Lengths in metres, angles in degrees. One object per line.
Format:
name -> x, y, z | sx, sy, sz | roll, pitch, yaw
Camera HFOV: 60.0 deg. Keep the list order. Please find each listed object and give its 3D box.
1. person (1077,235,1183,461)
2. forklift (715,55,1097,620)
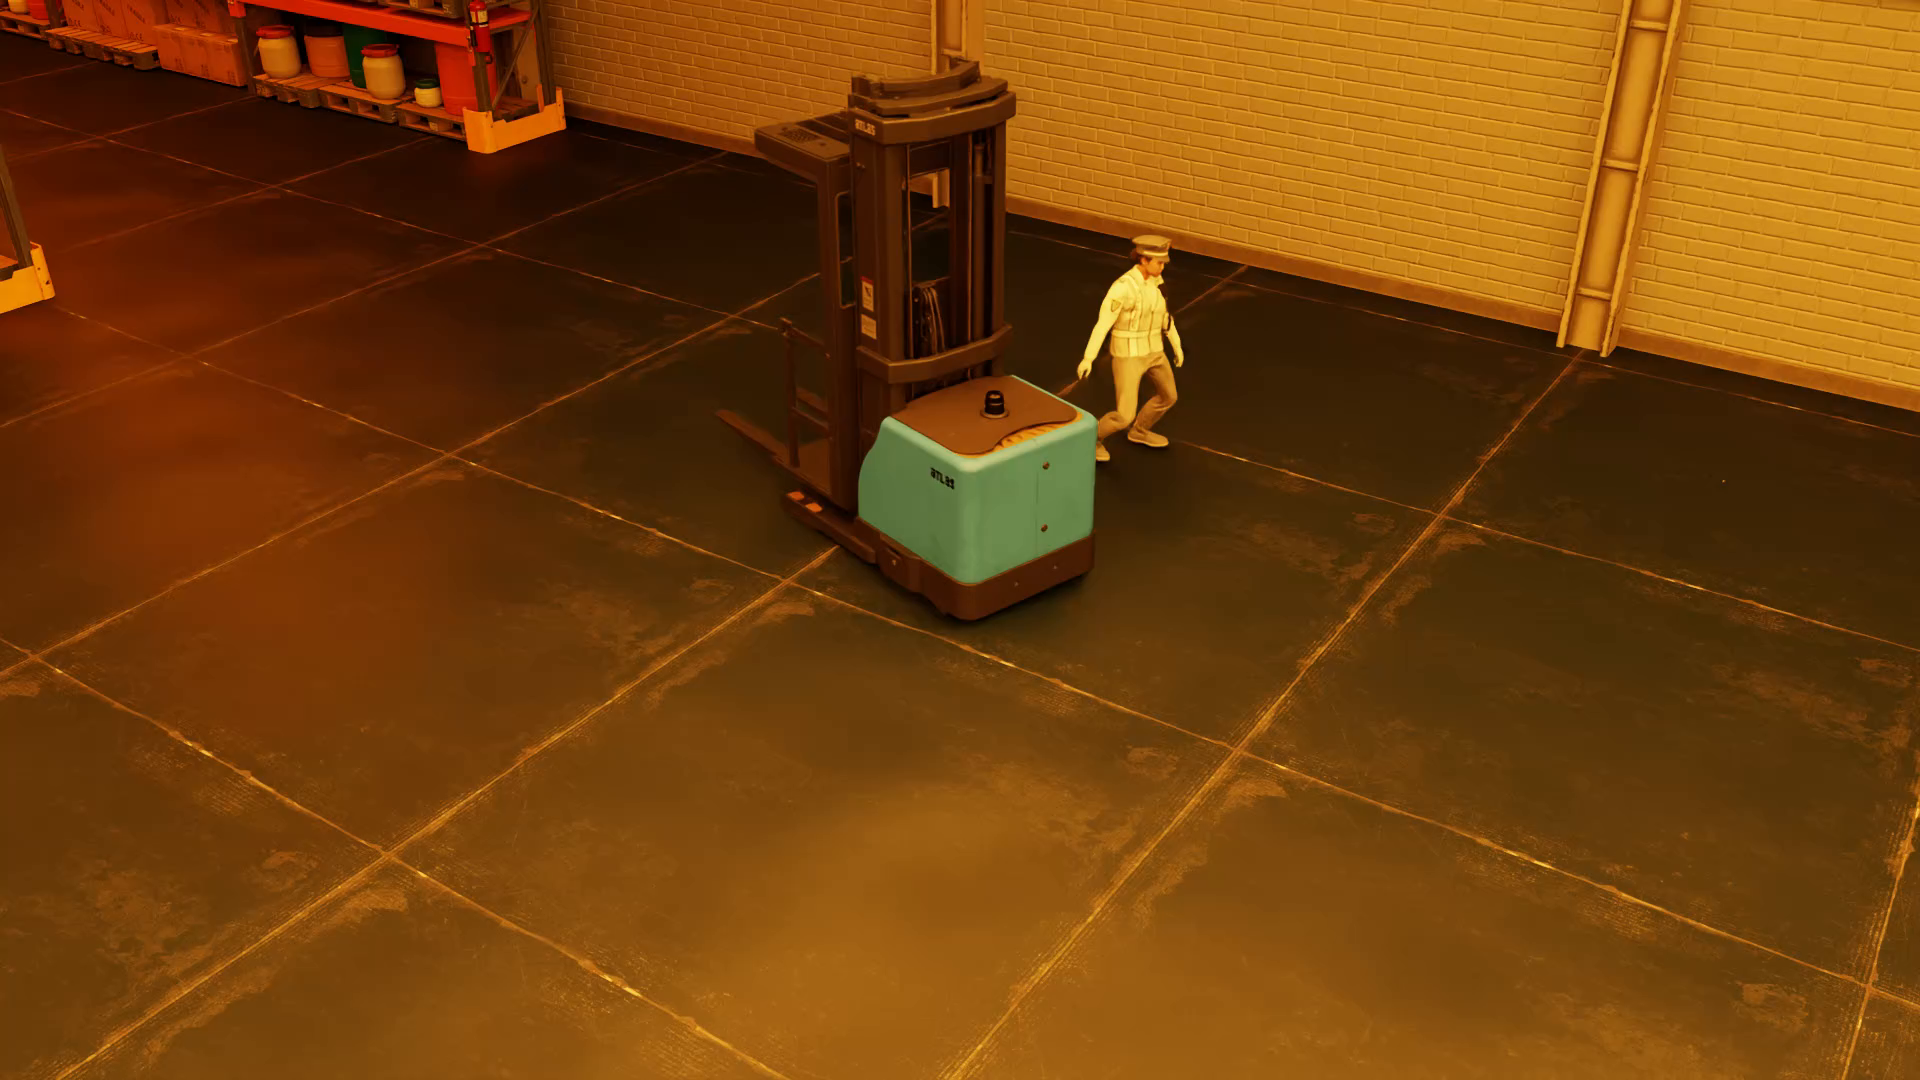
person -> 1.138, -1.244, 11.019 | 0.817, 1.573, 0.460 | -21, 36, -31
forklift -> -0.503, -1.478, 10.127 | 1.130, 2.935, 3.031 | -22, 37, -33
